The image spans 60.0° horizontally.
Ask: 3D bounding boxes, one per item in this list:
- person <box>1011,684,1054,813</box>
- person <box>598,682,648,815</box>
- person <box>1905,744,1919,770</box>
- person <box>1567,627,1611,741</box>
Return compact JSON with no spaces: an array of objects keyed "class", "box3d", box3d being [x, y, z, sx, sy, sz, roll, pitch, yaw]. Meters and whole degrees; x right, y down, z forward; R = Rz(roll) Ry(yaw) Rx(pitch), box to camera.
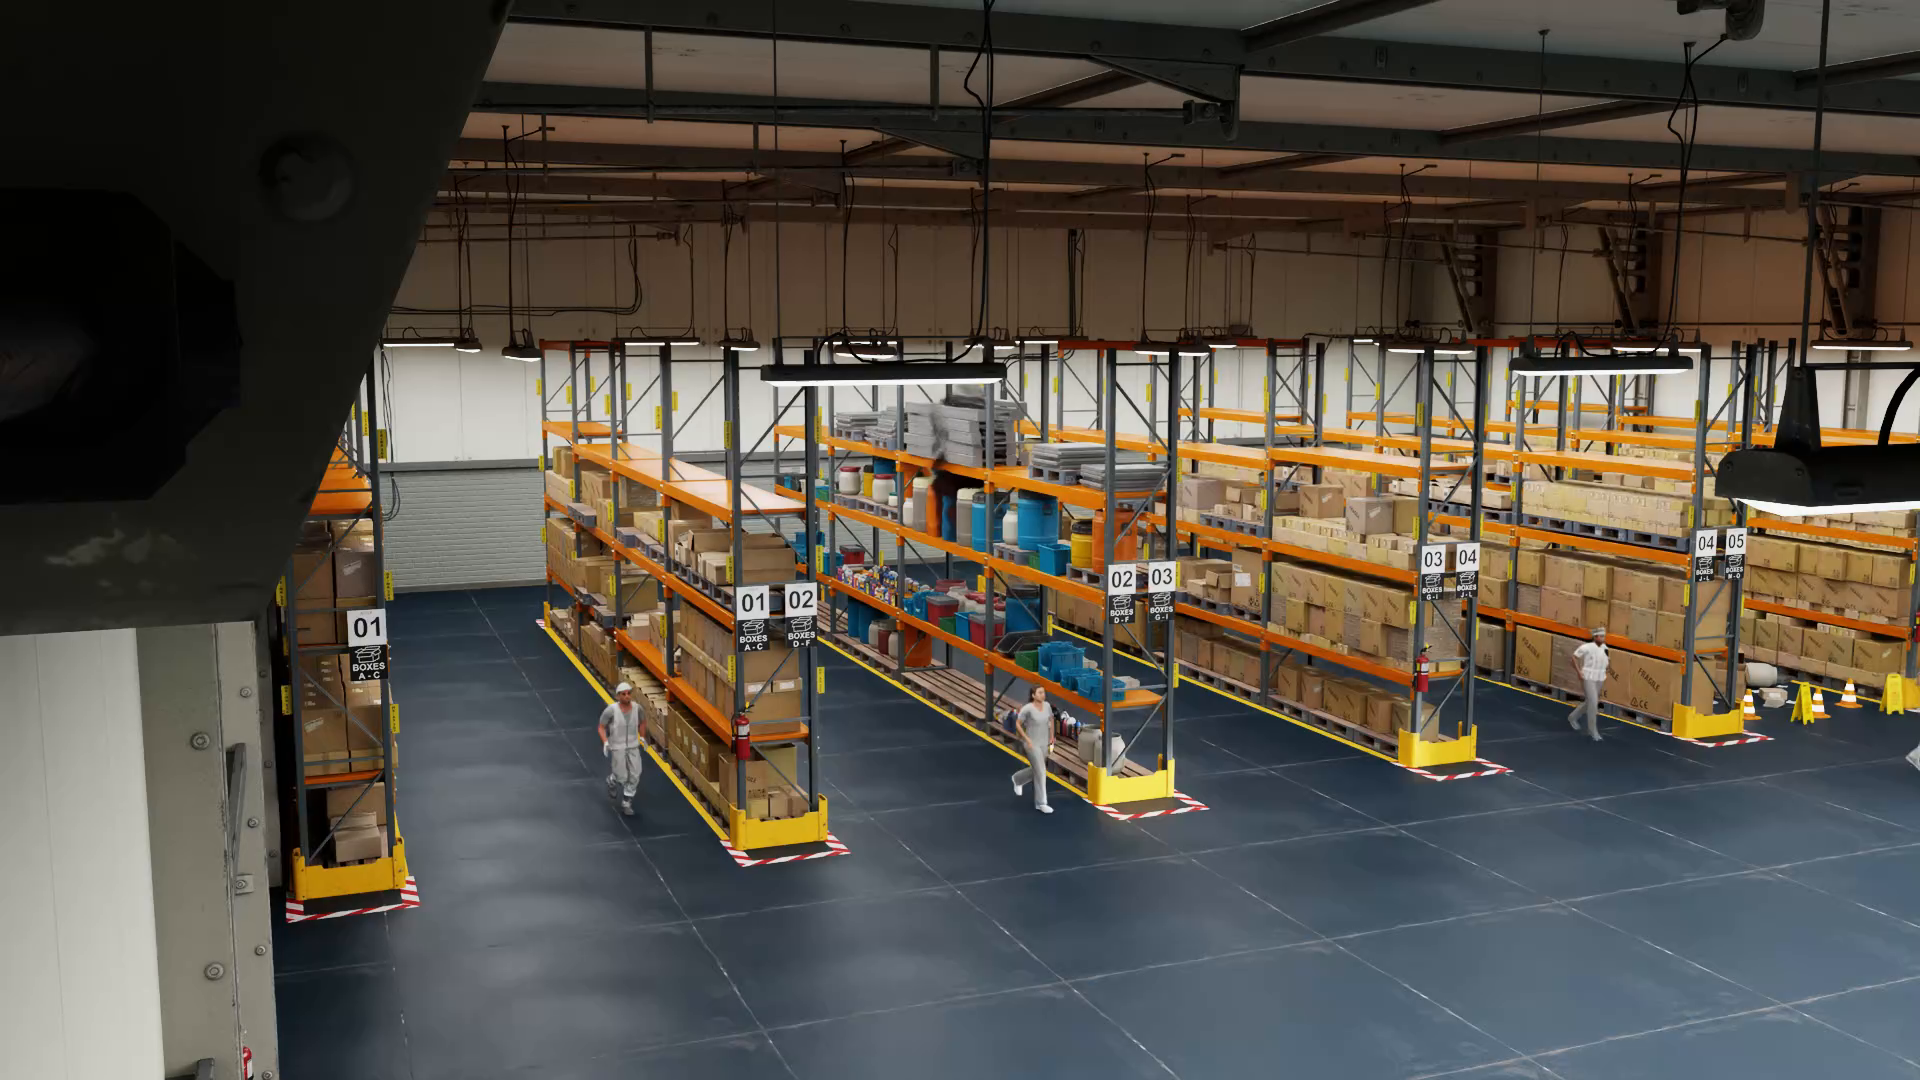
[{"class":"person","box3d":[0.973,2.677,21.779,0.568,1.662,0.823,-6,9,-37]},{"class":"person","box3d":[-4.376,2.678,21.593,0.649,1.733,0.632,-4,8,-29]},{"class":"person","box3d":[13.822,2.445,23.304,0.934,1.833,0.688,3,8,20]},{"class":"person","box3d":[9.795,2.173,25.684,0.597,1.697,0.851,-3,8,-22]}]
